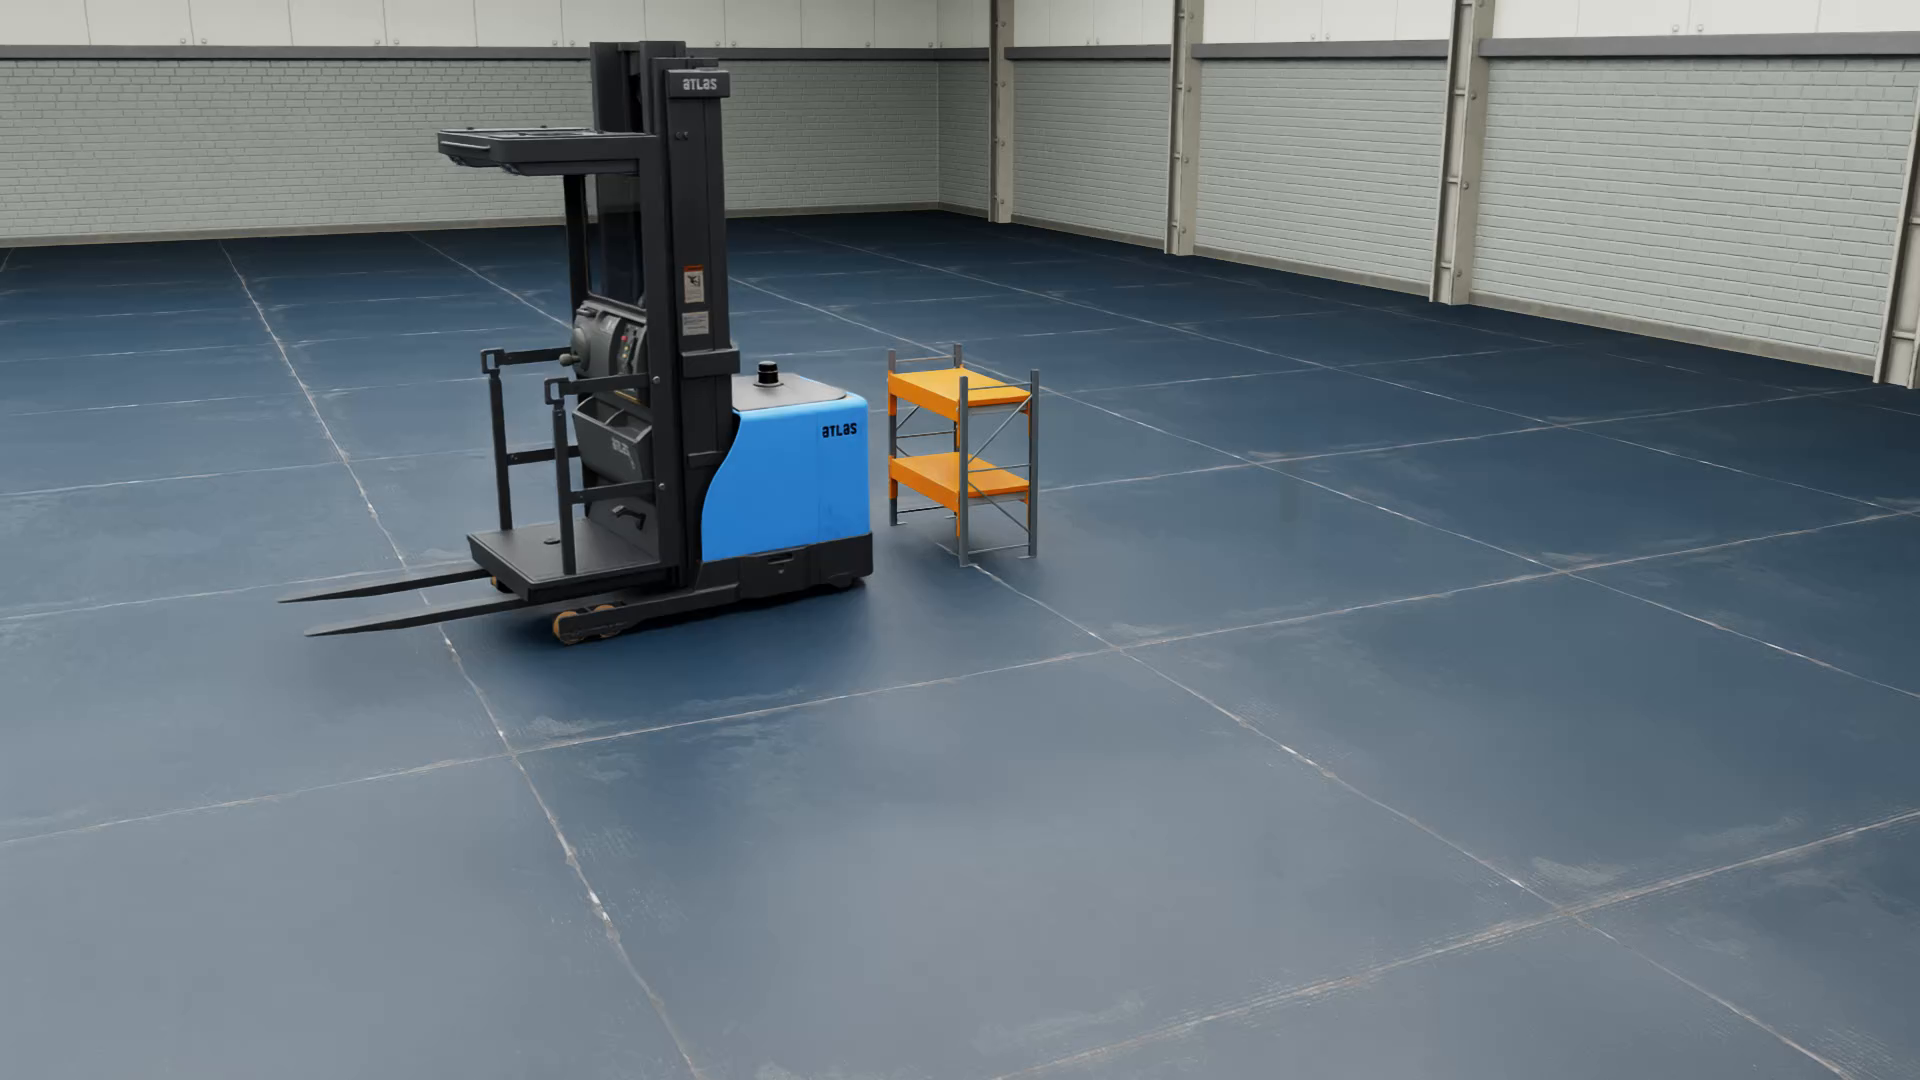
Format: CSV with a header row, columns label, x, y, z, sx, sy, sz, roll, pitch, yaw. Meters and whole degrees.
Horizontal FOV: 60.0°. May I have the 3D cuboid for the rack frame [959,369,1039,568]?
label,x,y,z,sx,sy,sz,roll,pitch,yaw
rack frame,0.226,-0.413,9.650,0.500,1.125,0.032,-8,18,-25

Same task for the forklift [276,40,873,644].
label,x,y,z,sx,sy,sz,roll,pitch,yaw
forklift,-2.005,-1.047,8.584,3.031,2.935,1.130,-10,19,-31

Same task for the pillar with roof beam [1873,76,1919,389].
label,x,y,z,sx,sy,sz,roll,pitch,yaw
pillar with roof beam,4.764,-5.232,12.167,9.100,9.000,0.400,-8,18,-25

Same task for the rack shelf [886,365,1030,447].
label,x,y,z,sx,sy,sz,roll,pitch,yaw
rack shelf,0.003,-0.820,10.009,0.538,0.278,1.000,-8,18,-25

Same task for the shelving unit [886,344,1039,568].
label,x,y,z,sx,sy,sz,roll,pitch,yaw
shelving unit,0.003,-0.539,10.090,0.538,1.125,1.048,-8,18,-25

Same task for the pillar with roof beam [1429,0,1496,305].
label,x,y,z,sx,sy,sz,roll,pitch,yaw
pillar with roof beam,2.136,-6.719,17.352,9.100,9.000,0.400,-8,18,-25

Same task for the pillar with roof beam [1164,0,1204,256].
label,x,y,z,sx,sy,sz,roll,pitch,yaw
pillar with roof beam,-0.493,-8.207,22.536,9.100,9.000,0.400,-8,18,-25

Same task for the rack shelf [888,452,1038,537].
label,x,y,z,sx,sy,sz,roll,pitch,yaw
rack shelf,0.003,-0.304,10.157,0.538,0.278,1.000,-8,18,-25

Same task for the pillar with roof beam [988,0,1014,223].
label,x,y,z,sx,sy,sz,roll,pitch,yaw
pillar with roof beam,-3.121,-9.695,27.720,9.100,9.000,0.400,-8,18,-25

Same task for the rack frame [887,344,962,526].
label,x,y,z,sx,sy,sz,roll,pitch,yaw
rack frame,-0.220,-0.665,10.529,0.500,1.125,0.032,-8,18,-25
